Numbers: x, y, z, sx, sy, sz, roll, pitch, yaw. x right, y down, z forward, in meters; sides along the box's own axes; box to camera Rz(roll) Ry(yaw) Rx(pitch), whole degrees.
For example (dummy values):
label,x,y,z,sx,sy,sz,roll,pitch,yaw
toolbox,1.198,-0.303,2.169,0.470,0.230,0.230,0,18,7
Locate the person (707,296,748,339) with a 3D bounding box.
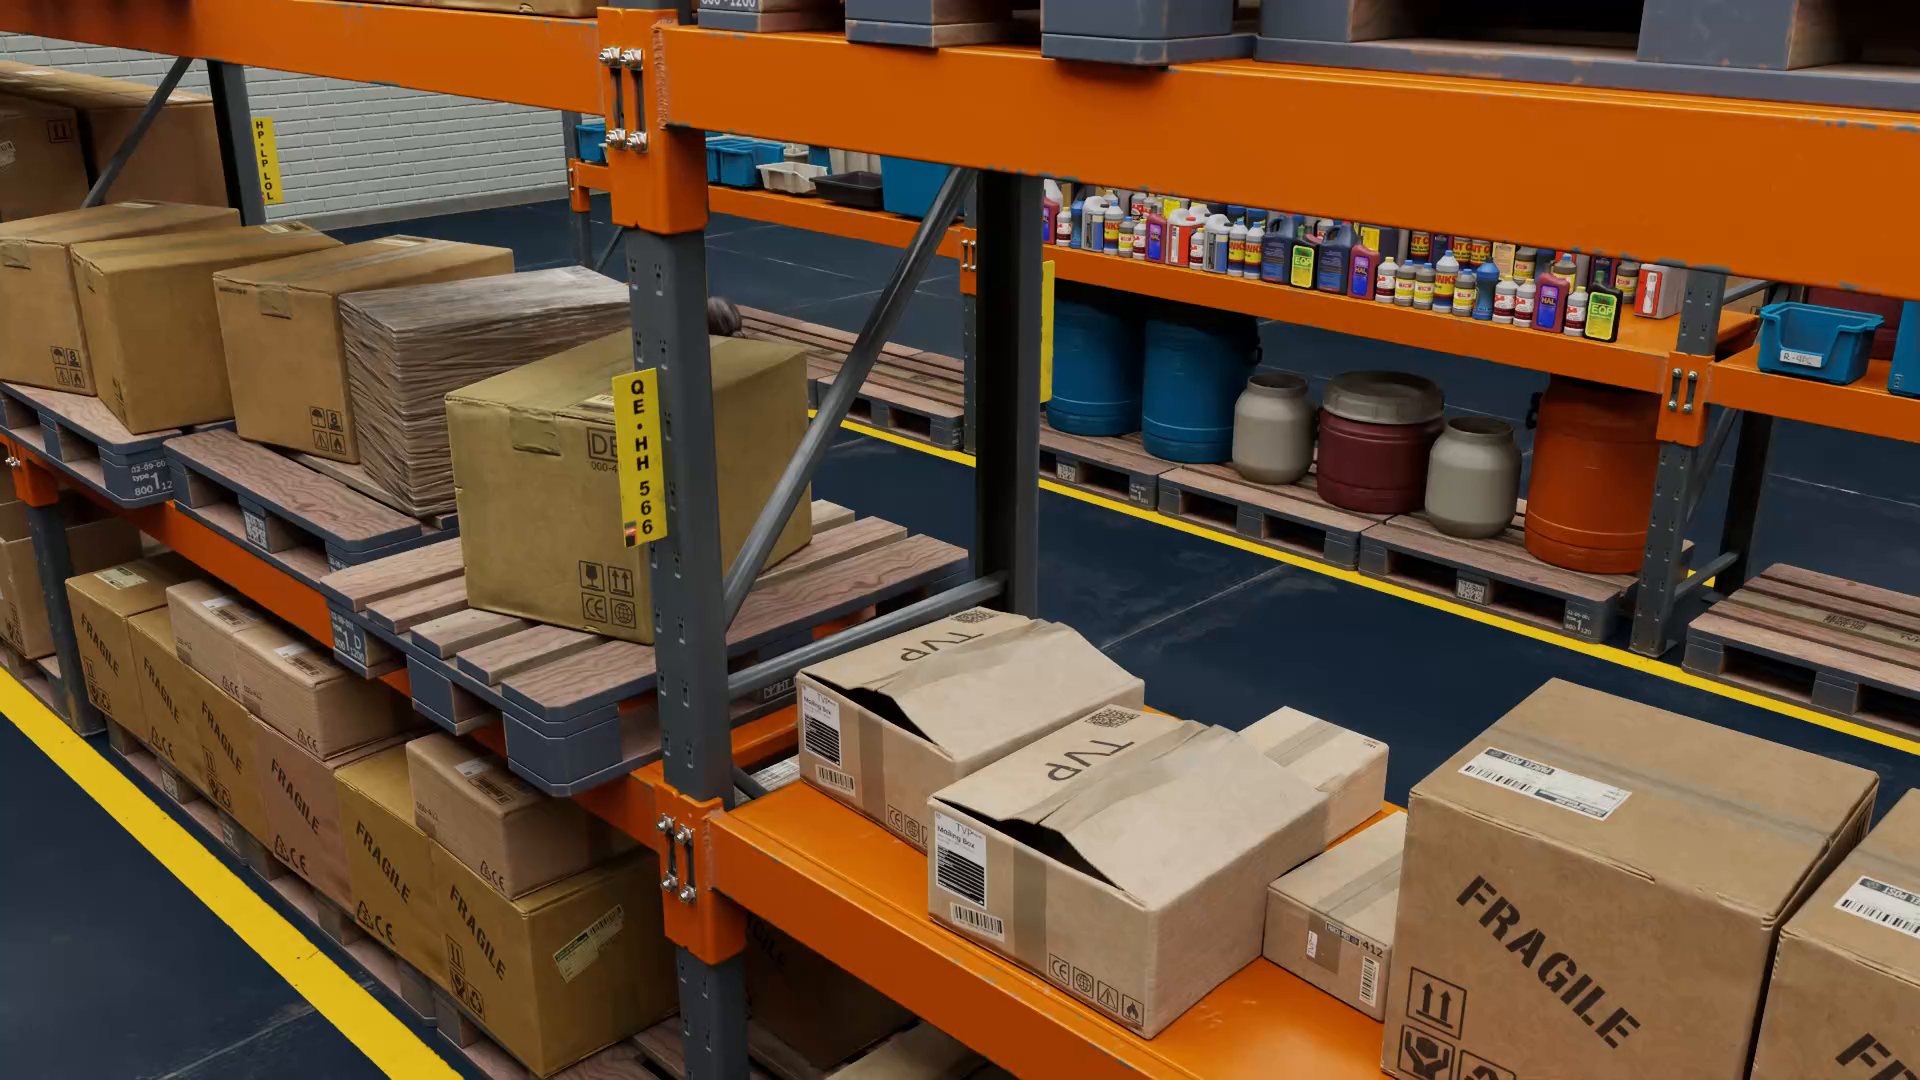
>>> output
label,x,y,z,sx,sy,sz,roll,pitch,yaw
person,-0.923,-0.120,6.494,0.468,1.651,0.344,-19,28,-41
